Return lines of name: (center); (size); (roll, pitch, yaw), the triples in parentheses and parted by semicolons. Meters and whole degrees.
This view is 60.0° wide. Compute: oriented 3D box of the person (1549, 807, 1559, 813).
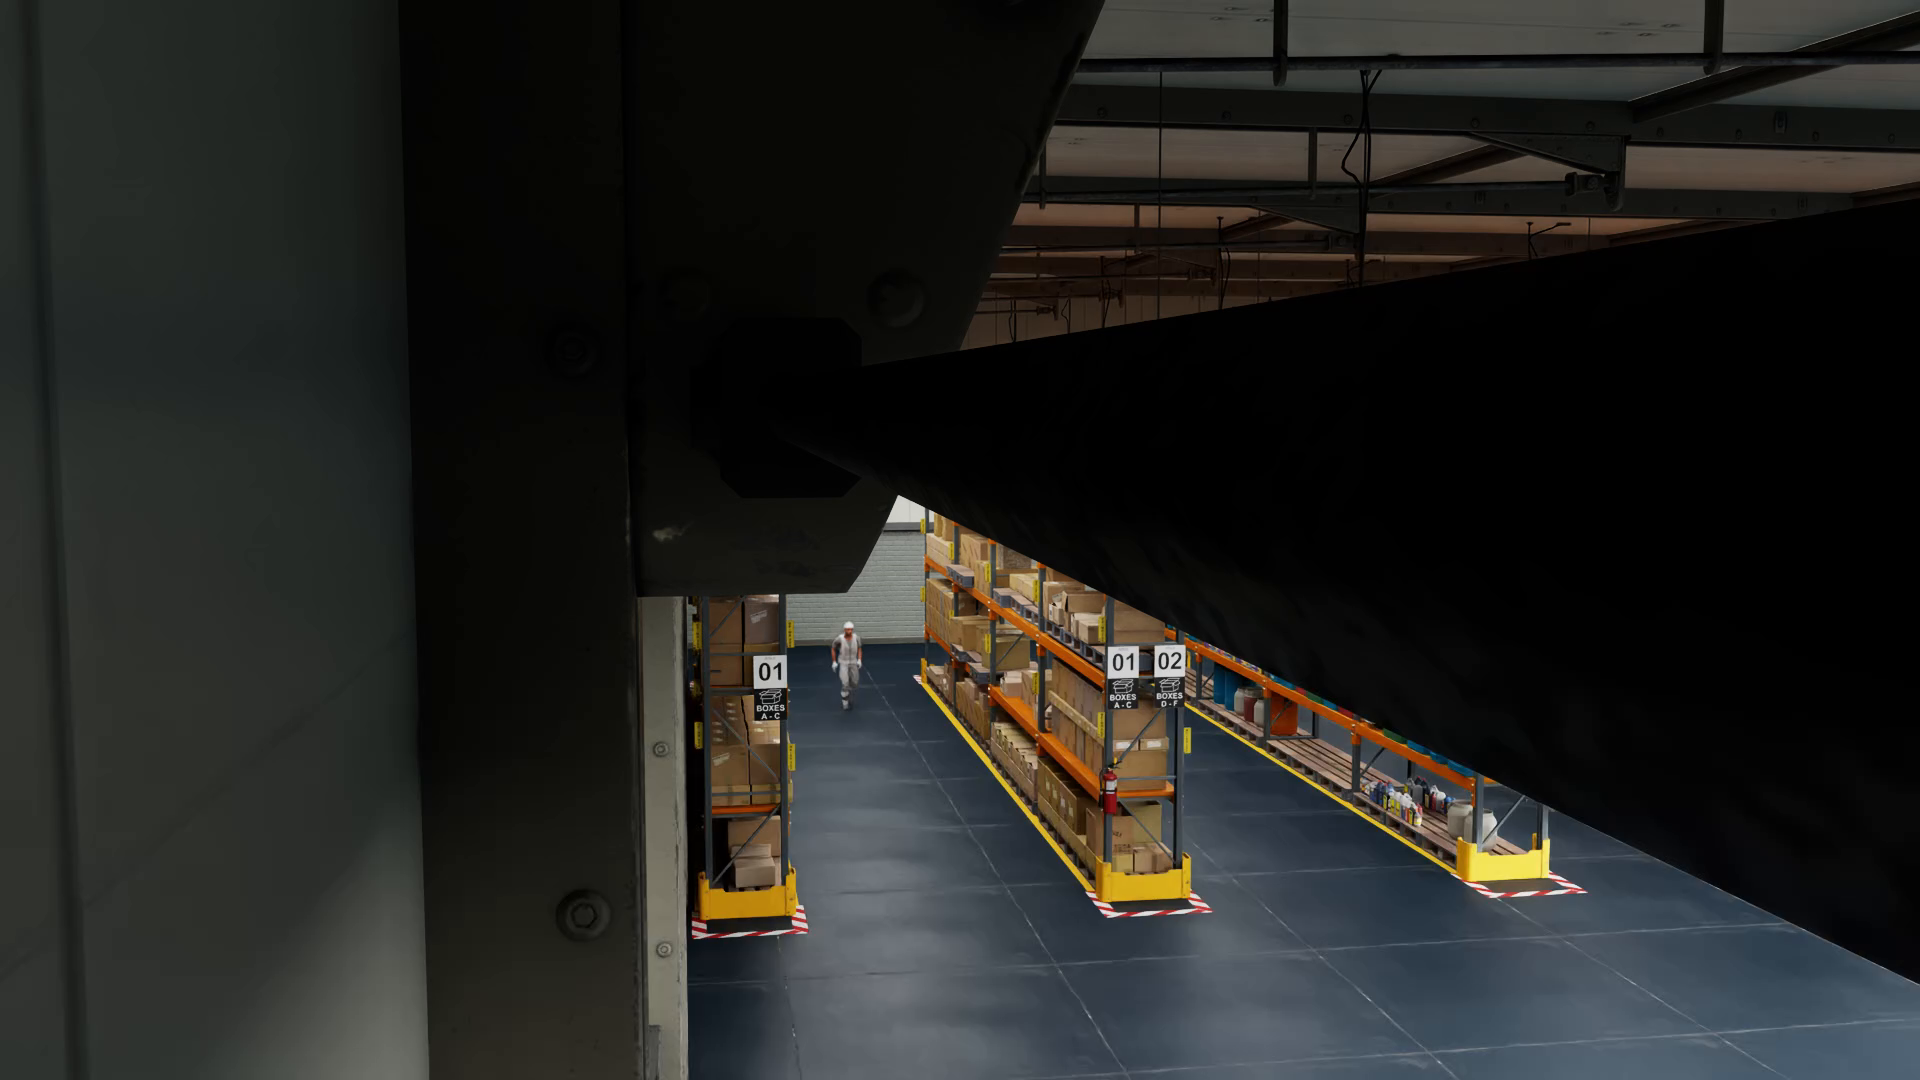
person: (9.030, 3.207, 25.484); (0.584, 1.791, 0.809); (-1, 5, -9)

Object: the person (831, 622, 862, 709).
person: (-2.313, 2.503, 33.608); (0.622, 1.763, 0.703); (-2, 5, -24)
